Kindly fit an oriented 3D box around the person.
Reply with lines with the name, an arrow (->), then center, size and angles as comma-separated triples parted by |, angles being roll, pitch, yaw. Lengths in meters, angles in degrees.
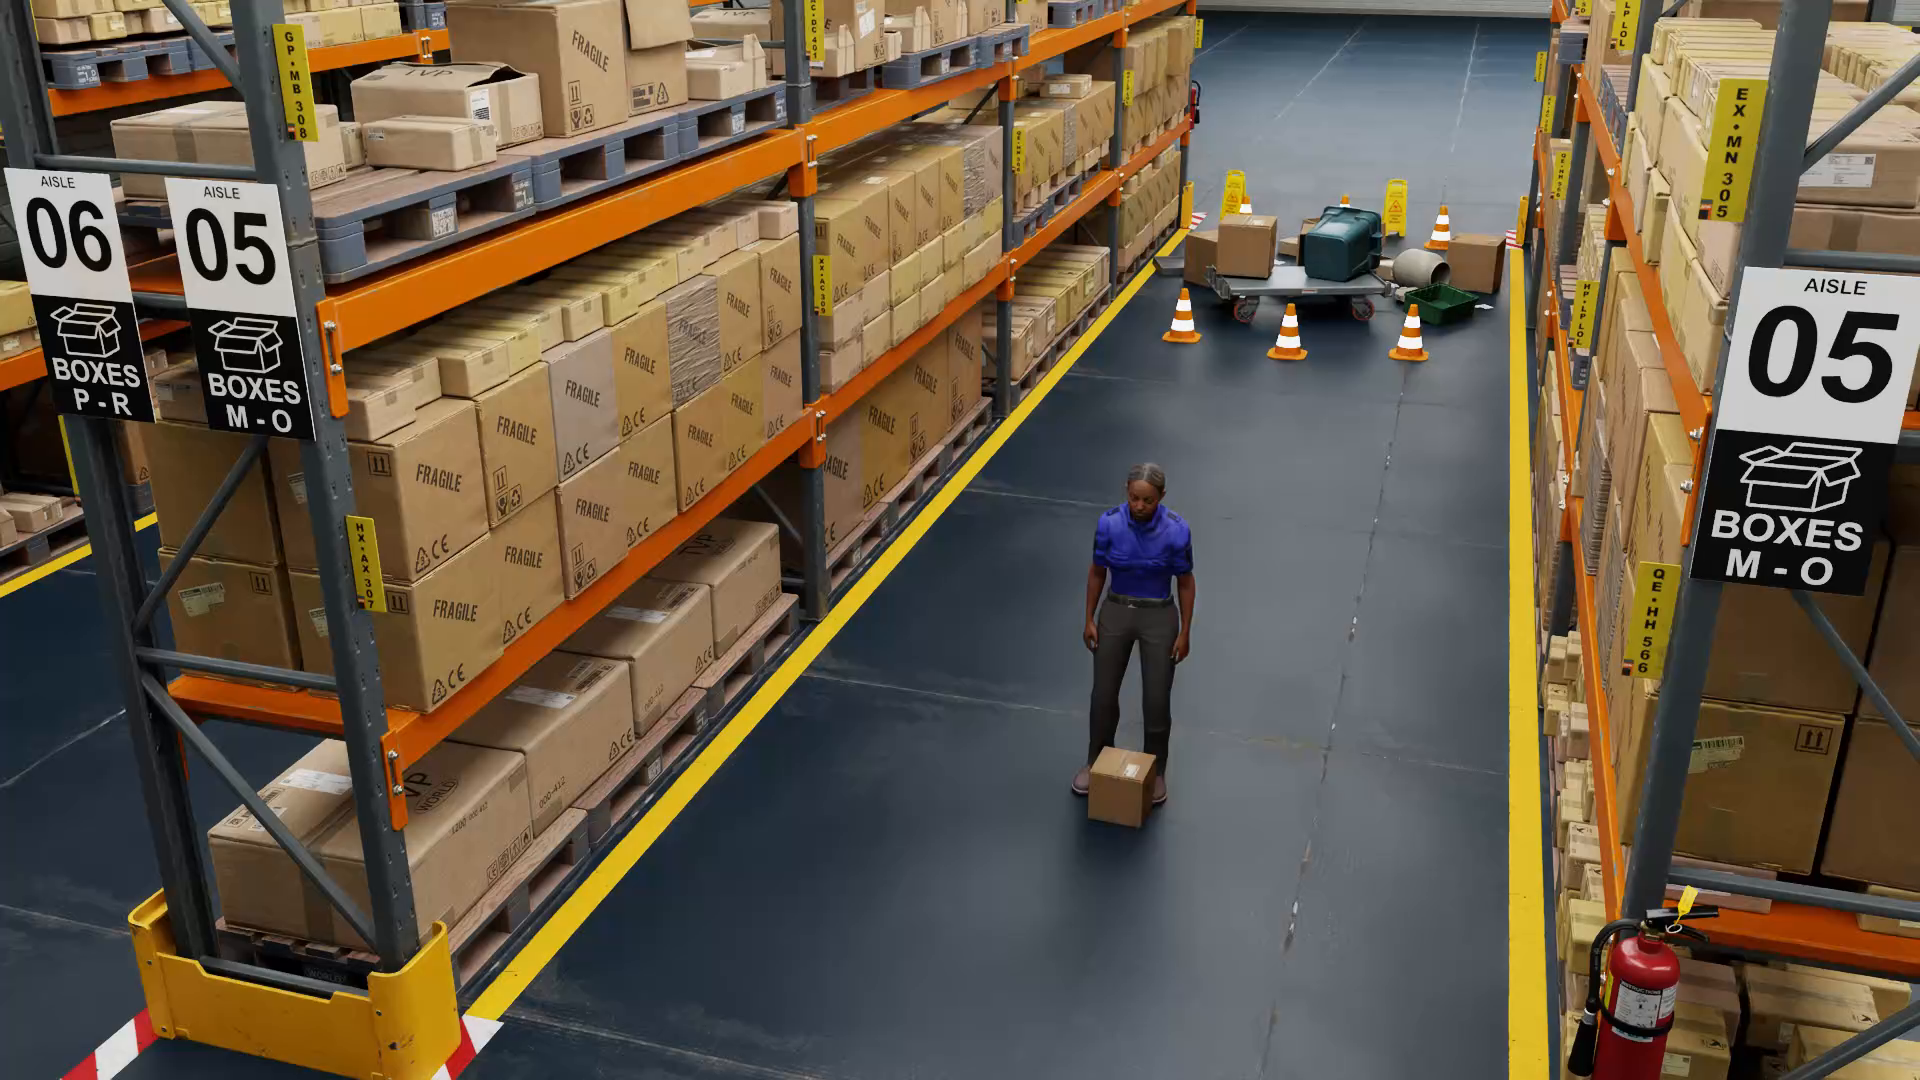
person -> 0.805, 0.402, 7.605 | 0.512, 1.654, 0.352 | 6, 23, 15
